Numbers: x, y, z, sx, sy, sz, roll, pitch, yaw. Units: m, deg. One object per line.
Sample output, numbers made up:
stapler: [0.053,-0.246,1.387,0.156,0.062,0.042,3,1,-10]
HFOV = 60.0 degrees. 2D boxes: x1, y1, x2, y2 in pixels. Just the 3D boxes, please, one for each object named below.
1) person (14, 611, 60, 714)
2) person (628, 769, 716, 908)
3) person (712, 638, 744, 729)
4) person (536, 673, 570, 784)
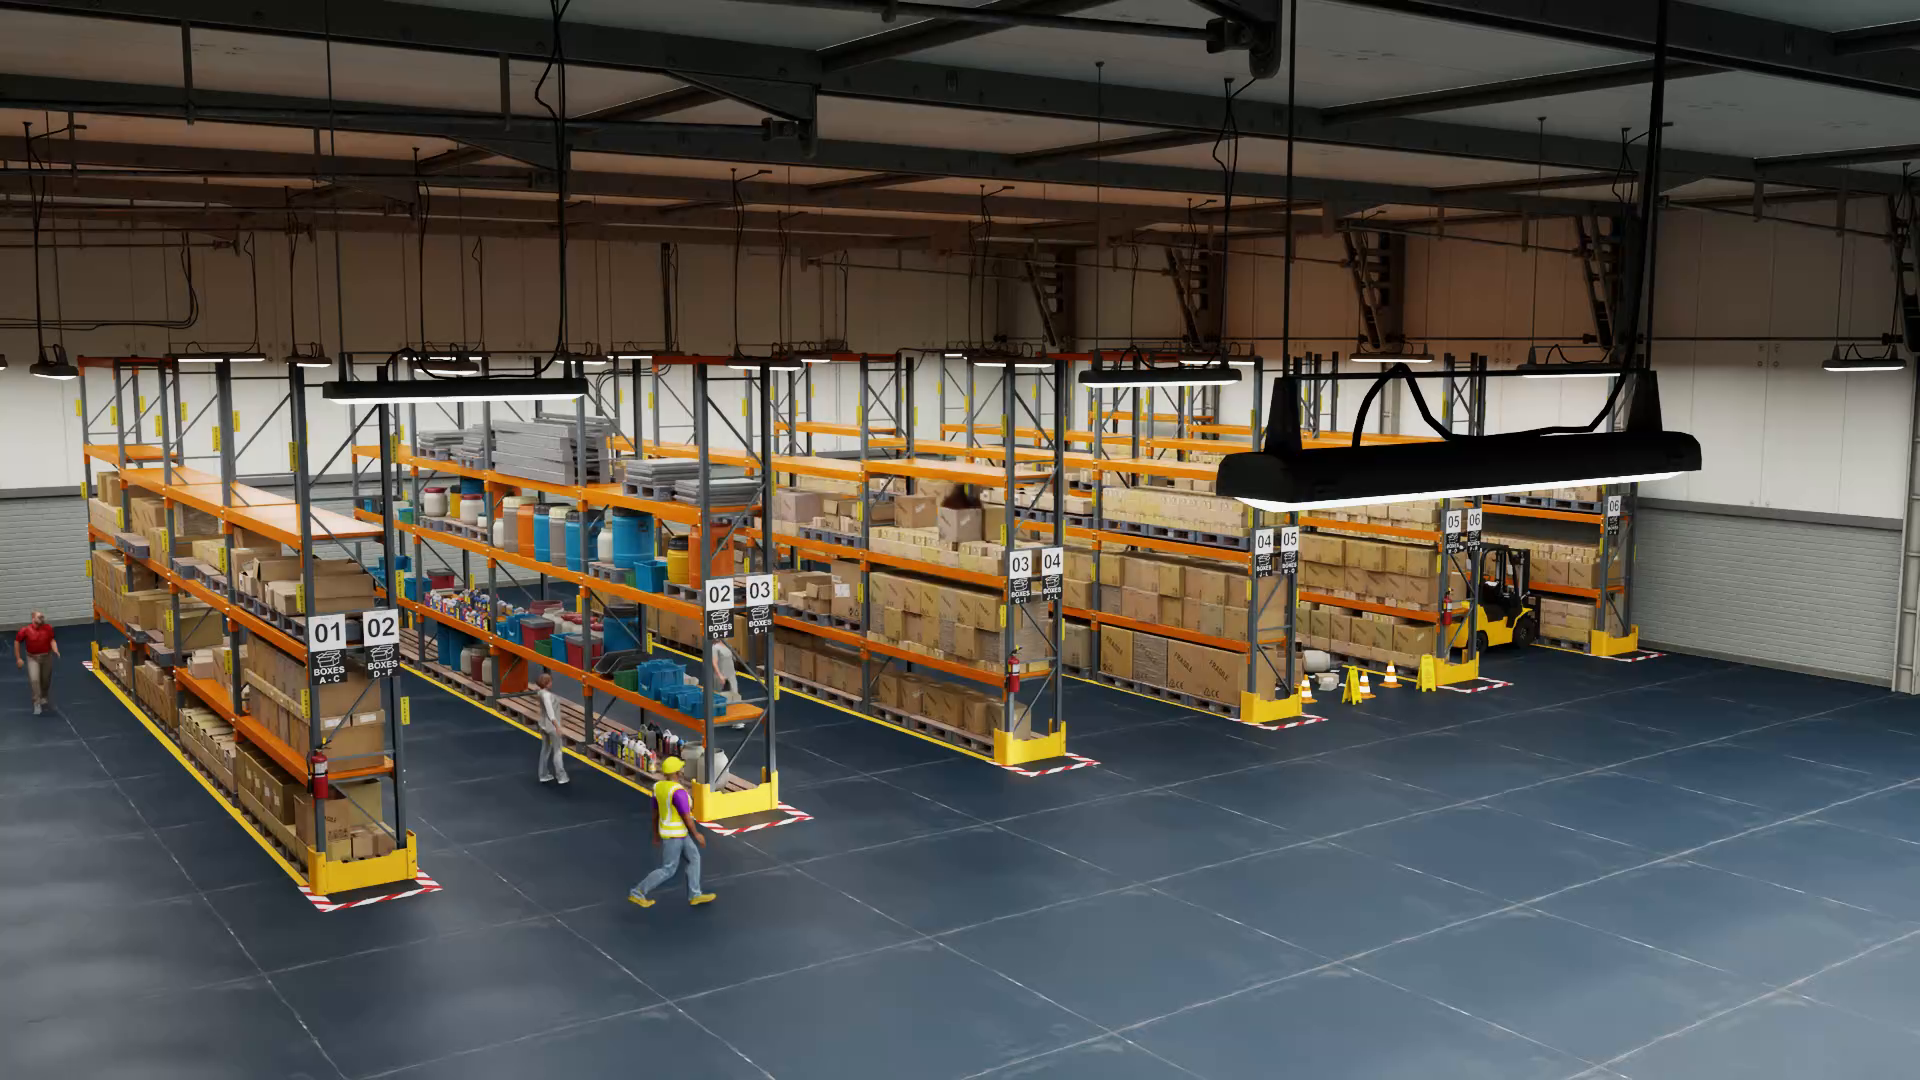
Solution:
person: [-15.783,2.074,28.454,0.653,1.740,0.947,-5,8,-35]
person: [-3.194,3.270,18.444,0.965,1.684,0.524,-2,7,-13]
person: [-3.844,2.238,27.154,0.437,1.611,1.033,-3,8,-25]
person: [-5.786,2.679,23.655,0.399,1.578,0.491,-6,9,-42]
